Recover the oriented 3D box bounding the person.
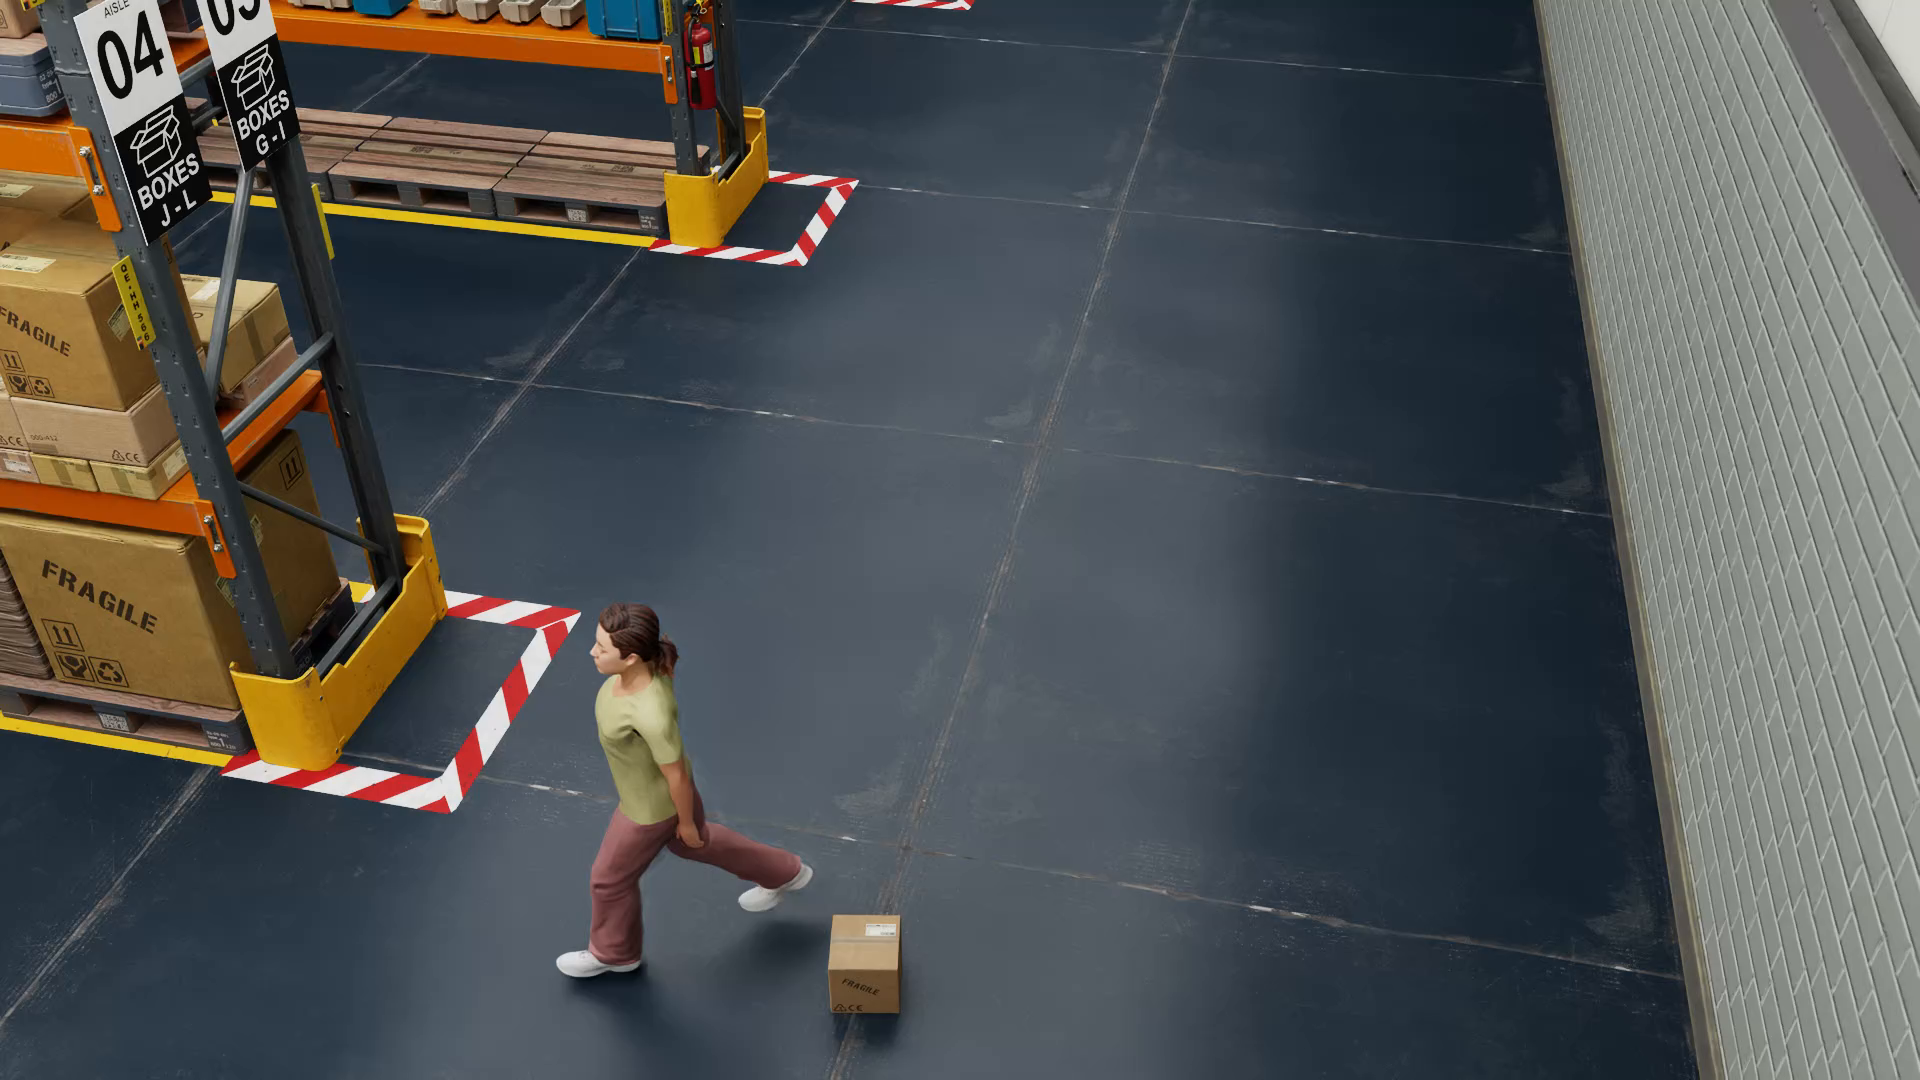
[{"bbox_3d":[-1.021,0.866,5.808,0.974,1.631,0.441,-6,37,-8],"label":"person"}]
